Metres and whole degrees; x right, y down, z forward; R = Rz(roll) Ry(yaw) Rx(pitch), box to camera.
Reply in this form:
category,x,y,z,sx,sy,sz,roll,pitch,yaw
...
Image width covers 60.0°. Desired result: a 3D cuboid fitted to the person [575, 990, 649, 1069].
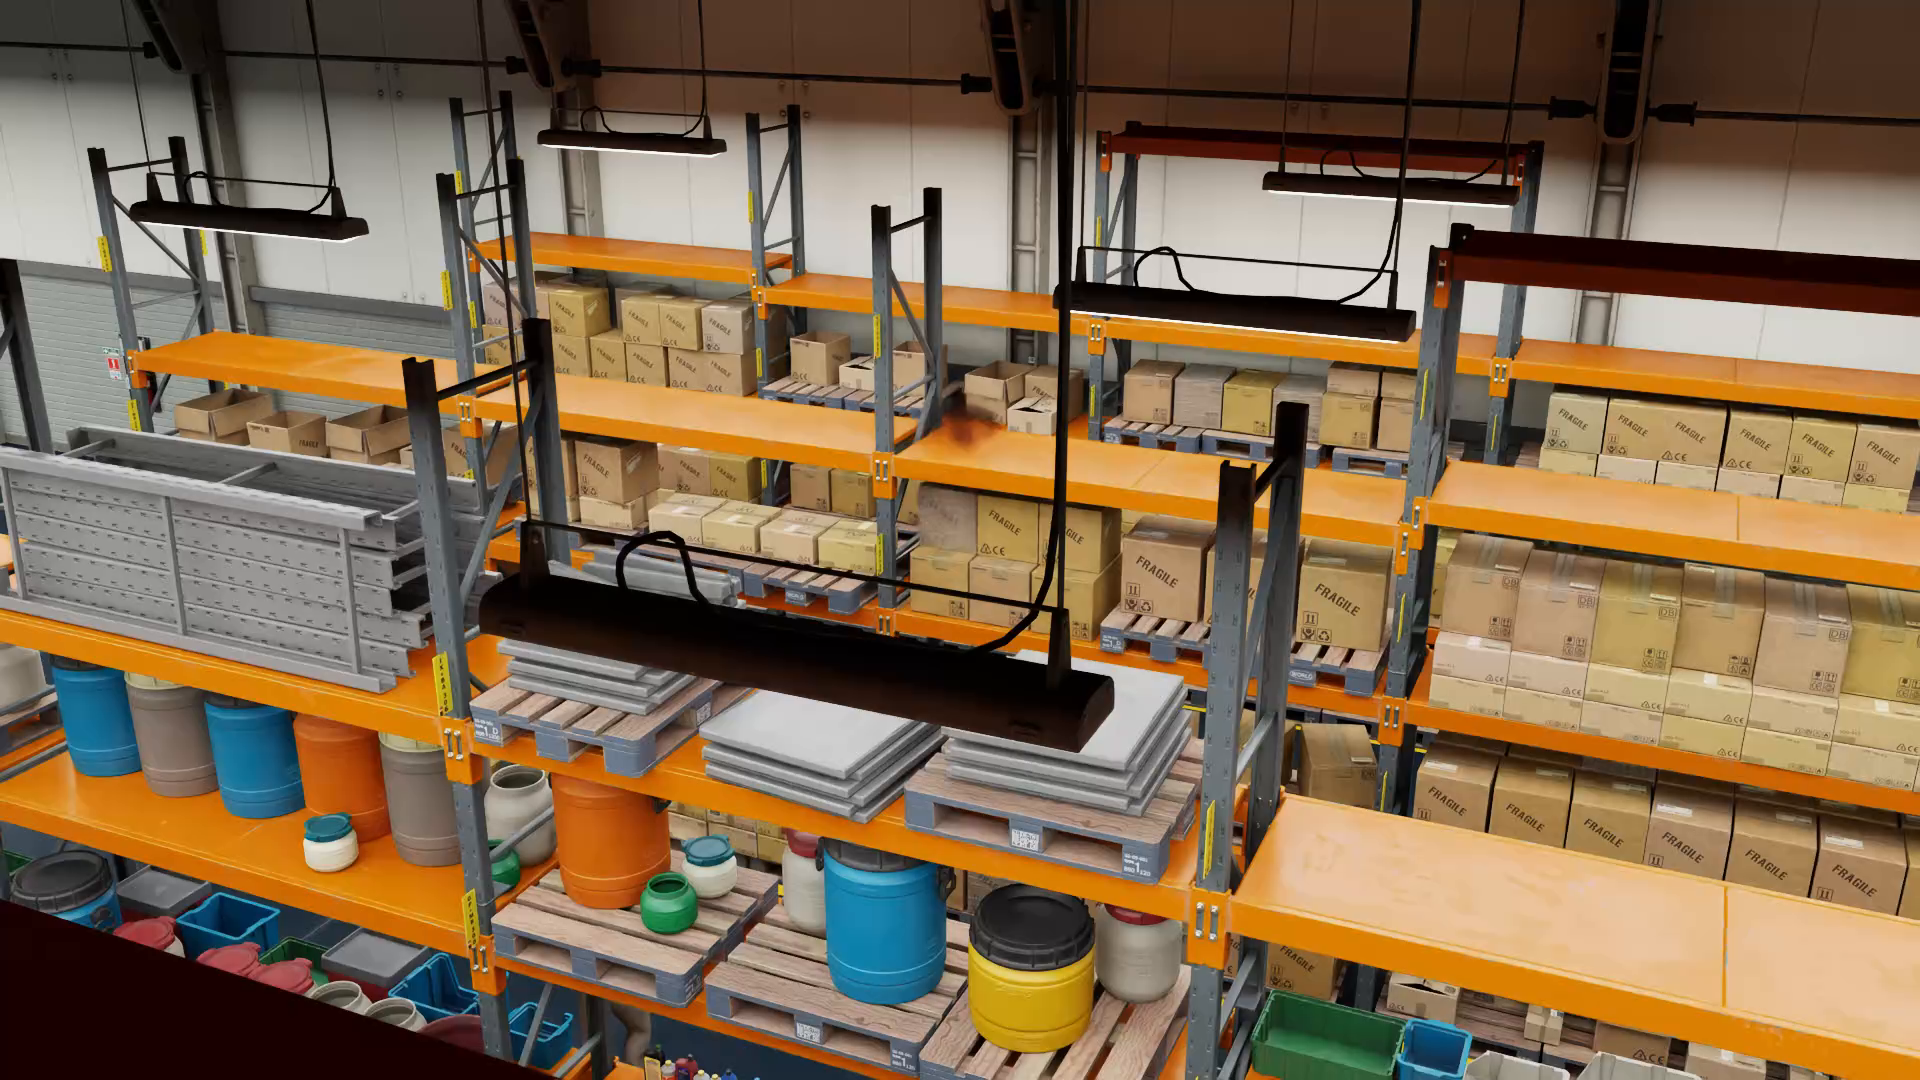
category,x,y,z,sx,sy,sz,roll,pitch,yaw
person,-2.504,3.246,11.775,0.661,1.666,0.474,1,21,1
